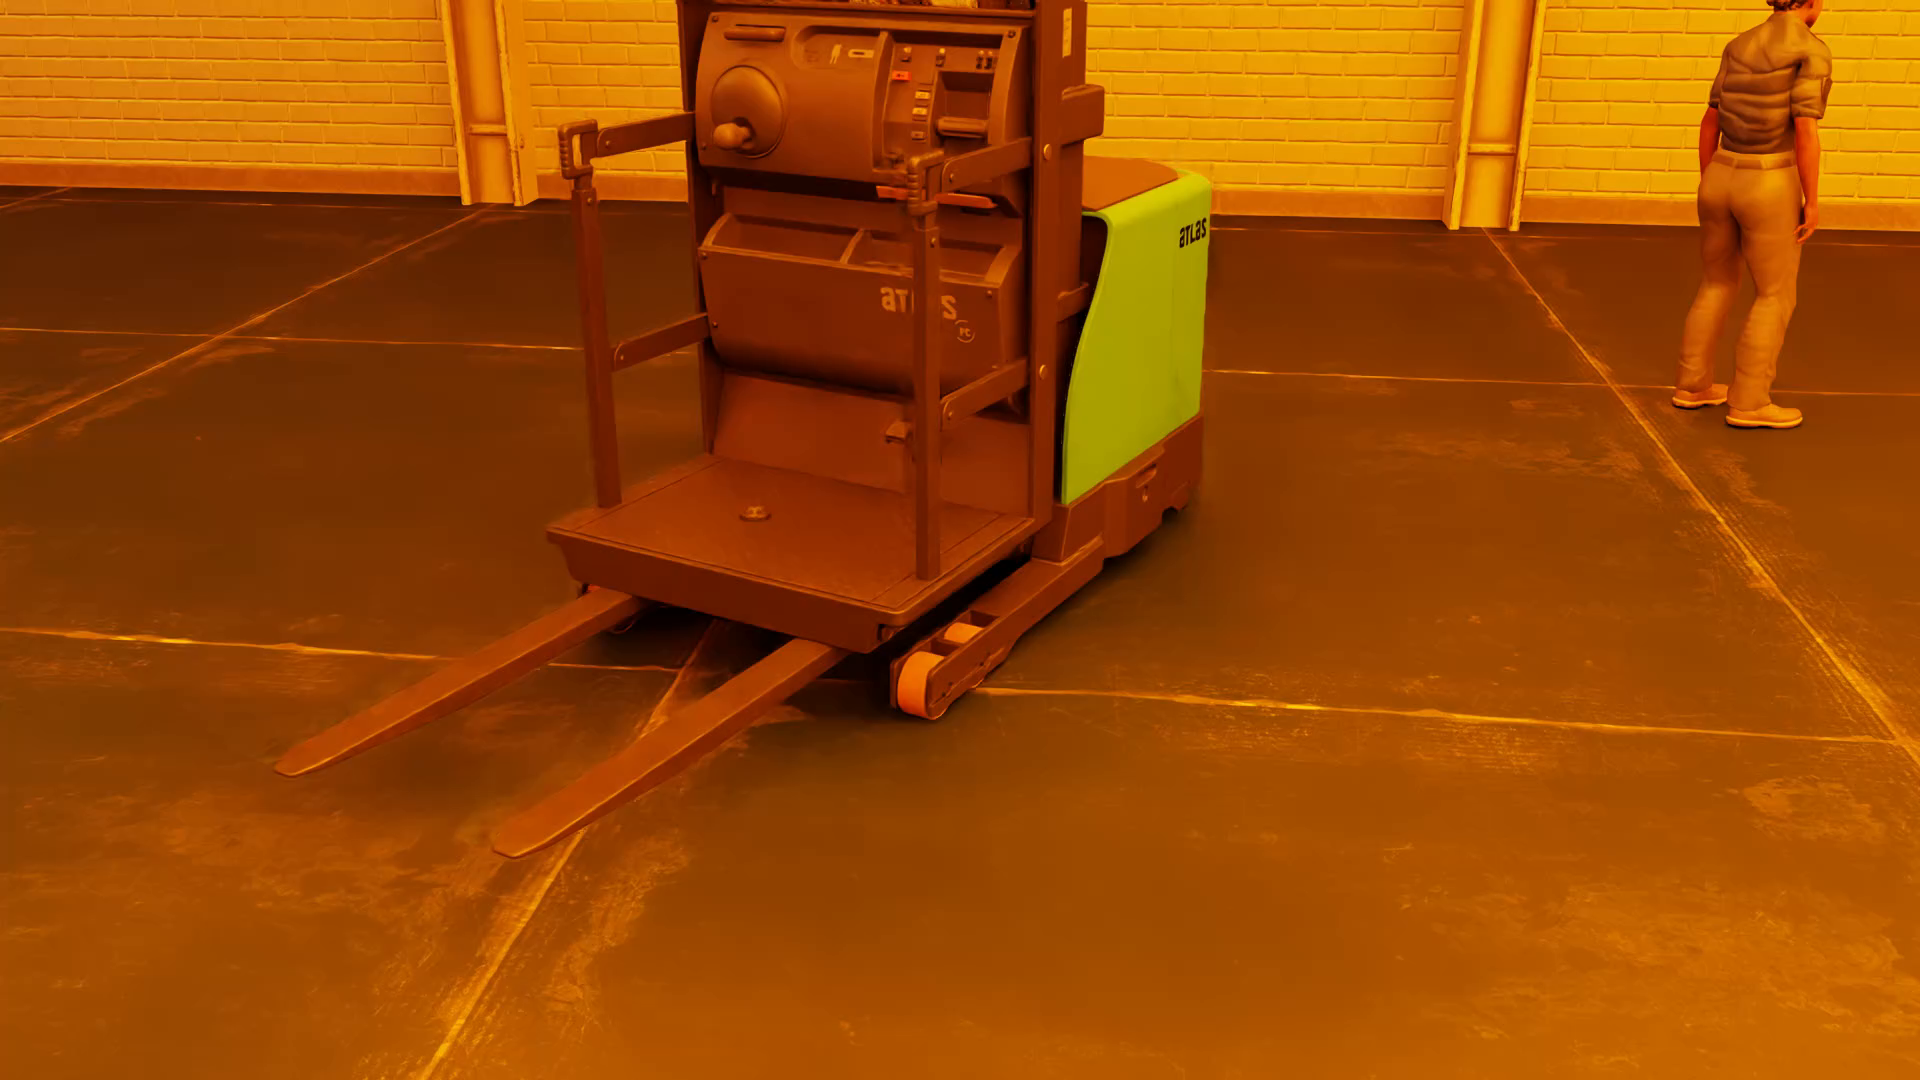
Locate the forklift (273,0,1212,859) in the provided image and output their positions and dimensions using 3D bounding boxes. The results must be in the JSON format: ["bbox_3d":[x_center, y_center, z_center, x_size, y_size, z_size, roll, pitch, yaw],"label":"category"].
[{"bbox_3d":[-0.376,-1.113,4.017,1.130,2.935,3.031,12,25,27],"label":"forklift"}]

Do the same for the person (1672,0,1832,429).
[{"bbox_3d":[2.927,-1.258,6.090,0.351,1.653,0.525,-10,24,-24],"label":"person"}]
